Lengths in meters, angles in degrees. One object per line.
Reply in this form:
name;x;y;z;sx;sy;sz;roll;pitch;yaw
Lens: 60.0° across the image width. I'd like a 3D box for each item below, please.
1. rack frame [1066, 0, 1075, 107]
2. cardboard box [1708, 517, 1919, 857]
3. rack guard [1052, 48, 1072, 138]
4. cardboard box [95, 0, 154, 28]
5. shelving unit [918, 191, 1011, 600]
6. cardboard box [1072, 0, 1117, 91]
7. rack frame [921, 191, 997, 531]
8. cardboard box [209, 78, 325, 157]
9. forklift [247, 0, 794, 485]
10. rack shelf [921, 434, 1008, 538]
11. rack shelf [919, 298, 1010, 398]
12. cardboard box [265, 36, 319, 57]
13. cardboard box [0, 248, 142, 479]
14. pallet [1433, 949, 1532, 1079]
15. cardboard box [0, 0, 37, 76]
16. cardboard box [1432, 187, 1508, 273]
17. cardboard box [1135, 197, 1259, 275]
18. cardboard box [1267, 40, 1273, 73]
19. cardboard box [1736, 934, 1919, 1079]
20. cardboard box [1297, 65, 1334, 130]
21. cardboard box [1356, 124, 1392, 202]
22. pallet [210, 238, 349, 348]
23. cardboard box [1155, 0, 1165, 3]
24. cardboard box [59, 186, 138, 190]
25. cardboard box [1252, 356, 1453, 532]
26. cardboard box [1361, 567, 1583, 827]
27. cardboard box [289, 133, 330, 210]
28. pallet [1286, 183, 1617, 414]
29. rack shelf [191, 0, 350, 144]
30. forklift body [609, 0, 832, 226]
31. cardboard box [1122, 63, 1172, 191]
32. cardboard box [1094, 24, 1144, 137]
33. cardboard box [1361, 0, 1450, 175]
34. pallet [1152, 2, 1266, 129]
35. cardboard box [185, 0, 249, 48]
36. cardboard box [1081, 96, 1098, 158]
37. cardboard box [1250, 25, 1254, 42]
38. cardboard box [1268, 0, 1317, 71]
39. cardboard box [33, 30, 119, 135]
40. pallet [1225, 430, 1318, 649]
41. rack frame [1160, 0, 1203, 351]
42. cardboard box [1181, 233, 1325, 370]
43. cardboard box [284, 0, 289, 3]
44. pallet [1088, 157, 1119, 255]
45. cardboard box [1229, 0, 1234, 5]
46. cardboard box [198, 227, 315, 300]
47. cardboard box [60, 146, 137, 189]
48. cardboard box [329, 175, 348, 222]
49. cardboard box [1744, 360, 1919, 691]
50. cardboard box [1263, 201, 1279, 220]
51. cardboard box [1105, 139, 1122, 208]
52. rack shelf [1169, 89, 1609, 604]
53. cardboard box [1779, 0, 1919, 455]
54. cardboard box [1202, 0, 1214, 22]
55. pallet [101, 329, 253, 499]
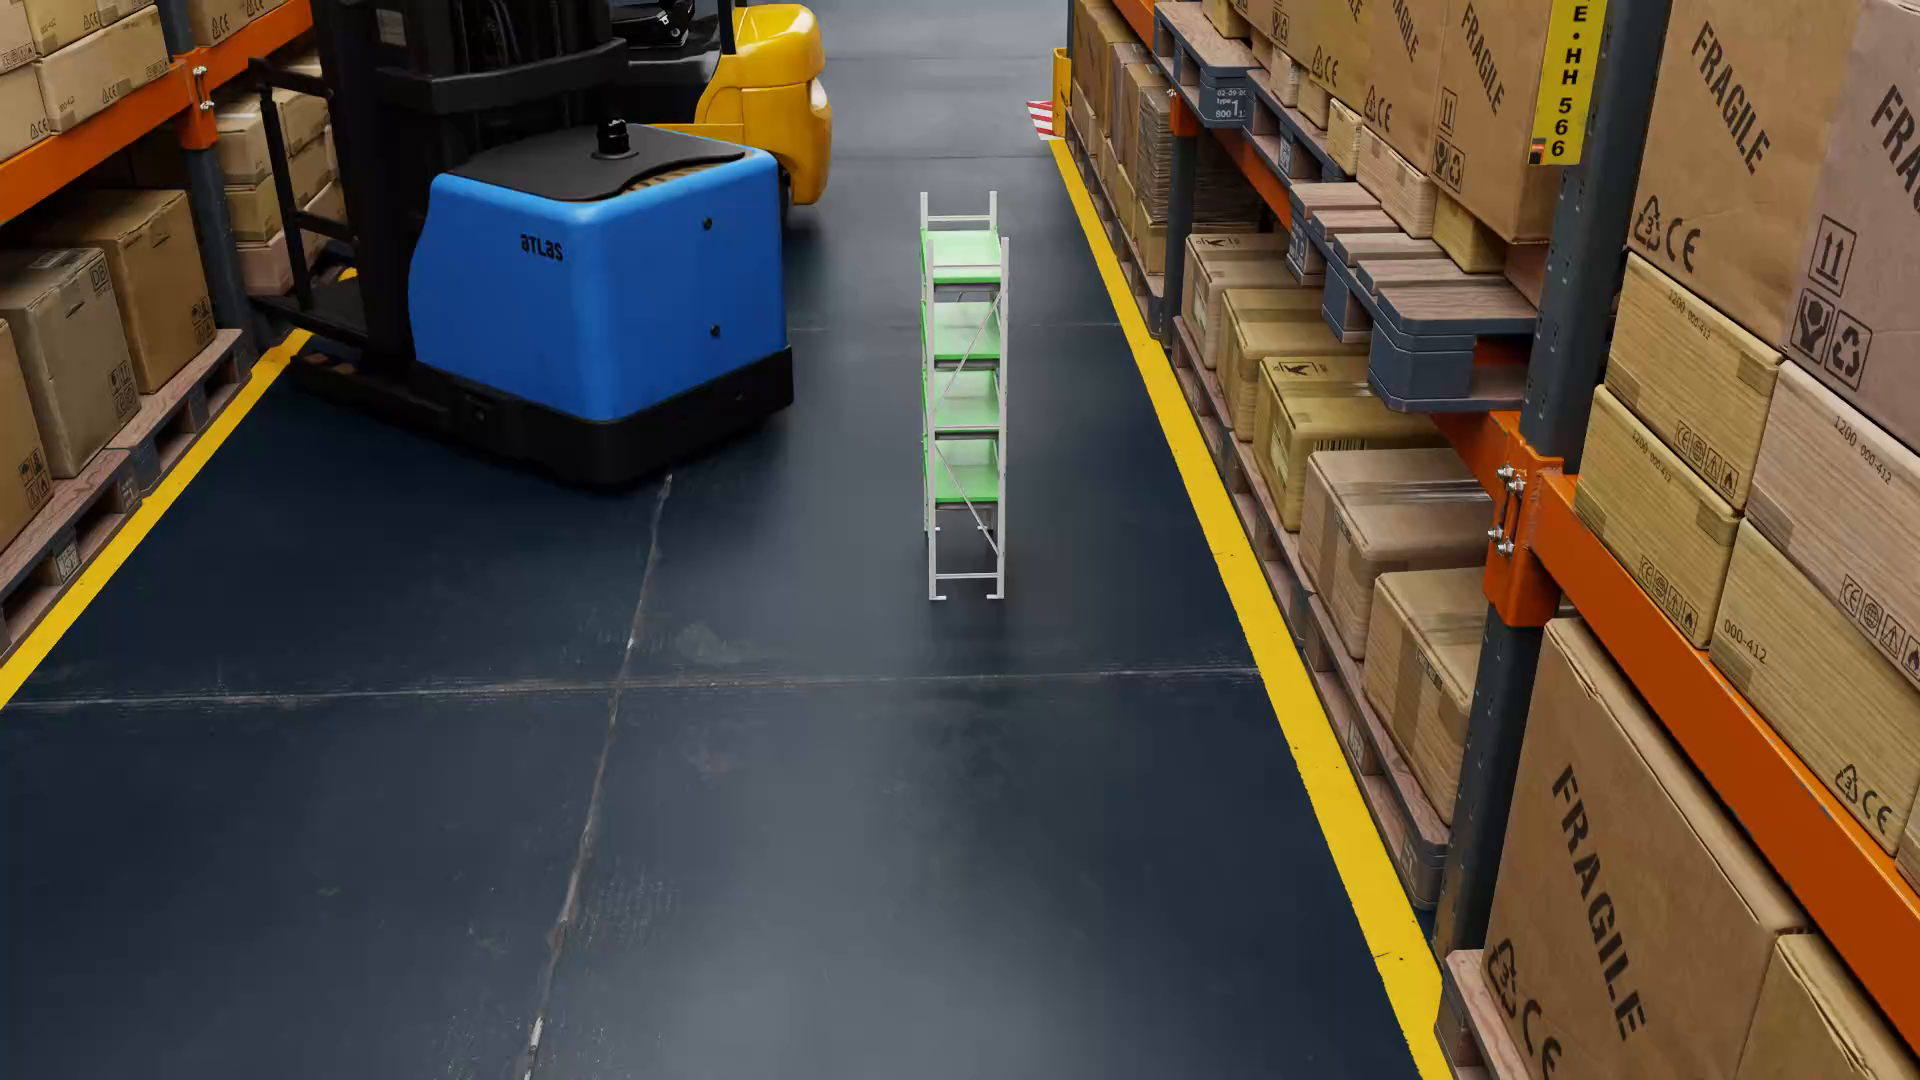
rack frame;1.191;-4.051;10.274;1.000;3.000;0.127;-1;28;-3
cardboard box;1.428;0.178;2.327;0.500;0.250;0.500;-2;28;-4
rack guard;1.195;-2.908;10.785;1.175;0.500;0.348;-1;28;-3
cardboard box;-3.275;-2.017;5.996;0.500;0.250;0.500;-2;28;-4
shelving unit;0.009;-0.456;5.326;0.258;1.200;0.503;-1;28;-3
cardboard box;0.959;-2.961;9.892;0.500;0.500;0.500;-2;28;-4
rack frame;-0.004;-0.568;5.542;0.240;1.200;0.015;-1;28;-3
cardboard box;-3.285;-1.960;7.703;0.500;0.250;0.500;-1;28;-3
forklift;-2.150;-2.029;6.471;3.031;2.935;1.130;19;33;32
rack shelf;0.009;-0.186;5.466;0.258;0.148;0.480;-1;28;-3
rack shelf;0.009;-0.612;5.245;0.258;0.148;0.480;-1;28;-3
cardboard box;-3.342;-2.432;8.608;0.500;0.250;0.500;-2;28;-4
cardboard box;-3.485;-0.617;5.803;0.875;0.625;0.625;-2;28;-3
pallet;1.575;1.245;3.134;1.003;0.211;1.213;-1;28;-3
cardboard box;-3.221;-1.544;5.087;0.500;0.250;0.500;-1;28;-2
cardboard box;1.271;-0.700;3.665;0.380;0.149;0.250;-1;28;-2
cardboard box;1.101;-1.438;7.782;0.500;0.250;0.500;0;28;0
cardboard box;1.192;-1.538;5.272;0.380;0.149;0.250;-1;28;-2
cardboard box;1.605;1.132;2.180;0.875;0.875;0.875;-1;28;-2
cardboard box;1.197;-1.291;4.799;0.380;0.149;0.250;-2;28;-4
cardboard box;1.208;-0.931;4.109;0.380;0.149;0.250;-3;28;-5
pallet;-3.556;-1.215;7.850;1.003;0.211;1.213;-1;28;-3
cardboard box;1.059;-2.349;7.282;0.380;0.149;0.250;-1;28;-1
cardboard box;-3.786;-1.491;7.344;0.500;0.250;0.500;-2;28;-4
cardboard box;1.509;-0.330;5.527;0.950;0.372;0.625;0;28;-1
cardboard box;1.590;0.361;4.202;0.950;0.372;0.625;-3;28;-6
cardboard box;-3.302;-1.735;7.811;0.500;0.250;0.500;-2;28;-3
pallet;1.466;-0.598;3.861;1.213;0.211;1.003;-1;28;-3
rack shelf;-3.661;-2.687;8.437;1.077;0.370;4.000;-1;28;-3
forklift body;-1.844;-2.722;8.643;2.313;2.155;1.214;-1;28;-3
cardboard box;1.073;-2.005;8.060;0.500;0.500;0.500;-1;28;-2
cardboard box;1.009;-2.488;8.984;0.500;0.500;0.500;-1;28;-2
cardboard box;1.270;-1.161;3.849;0.500;0.500;0.500;-2;28;-3
pallet;1.295;-1.763;6.093;1.003;0.211;1.213;-1;28;-3
cardboard box;-3.319;-2.338;6.881;0.500;0.500;0.500;-2;28;-4
cardboard box;0.976;-2.403;9.634;0.500;0.250;0.500;0;28;-1
cardboard box;1.209;-1.772;5.721;0.380;0.149;0.250;0;28;1
cardboard box;1.215;-1.646;4.779;0.500;0.500;0.500;-2;28;-5
cardboard box;-3.237;-1.558;5.655;0.500;0.250;0.500;-2;28;-3
pallet;1.509;-0.044;5.605;1.003;0.211;1.213;-1;28;-3
rack frame;1.400;-2.204;6.733;1.000;3.000;0.127;-1;28;-3
cardboard box;1.430;-0.983;6.779;0.950;0.372;0.625;-1;28;-2
cardboard box;-3.390;-2.812;7.790;0.500;0.500;0.500;-2;28;-3
pallet;1.263;-1.842;9.053;1.003;0.211;1.213;-1;28;-3
cardboard box;1.165;-2.112;5.672;0.500;0.500;0.500;-1;28;-2
cardboard box;-3.251;-1.281;7.482;0.500;0.250;0.500;-1;28;-2
cardboard box;-3.775;-1.716;7.234;0.500;0.250;0.500;-1;28;-2
cardboard box;-3.335;-1.752;8.385;0.500;0.250;0.500;-1;28;-2
cardboard box;1.415;-0.033;2.192;0.500;0.250;0.500;-1;28;-1
cardboard box;1.639;-1.783;7.633;0.500;0.500;0.500;0;28;0
cardboard box;1.041;-1.918;8.704;0.500;0.250;0.500;-1;28;-2
rack shelf;1.505;-0.962;5.128;1.077;0.370;4.000;-1;28;-3
cardboard box;1.426;-0.382;2.050;0.500;0.500;0.500;-1;28;-2
cardboard box;1.114;-2.016;6.190;0.380;0.149;0.250;-1;28;-2
pallet;-3.479;-0.507;6.494;1.003;0.211;1.213;-1;28;-3
